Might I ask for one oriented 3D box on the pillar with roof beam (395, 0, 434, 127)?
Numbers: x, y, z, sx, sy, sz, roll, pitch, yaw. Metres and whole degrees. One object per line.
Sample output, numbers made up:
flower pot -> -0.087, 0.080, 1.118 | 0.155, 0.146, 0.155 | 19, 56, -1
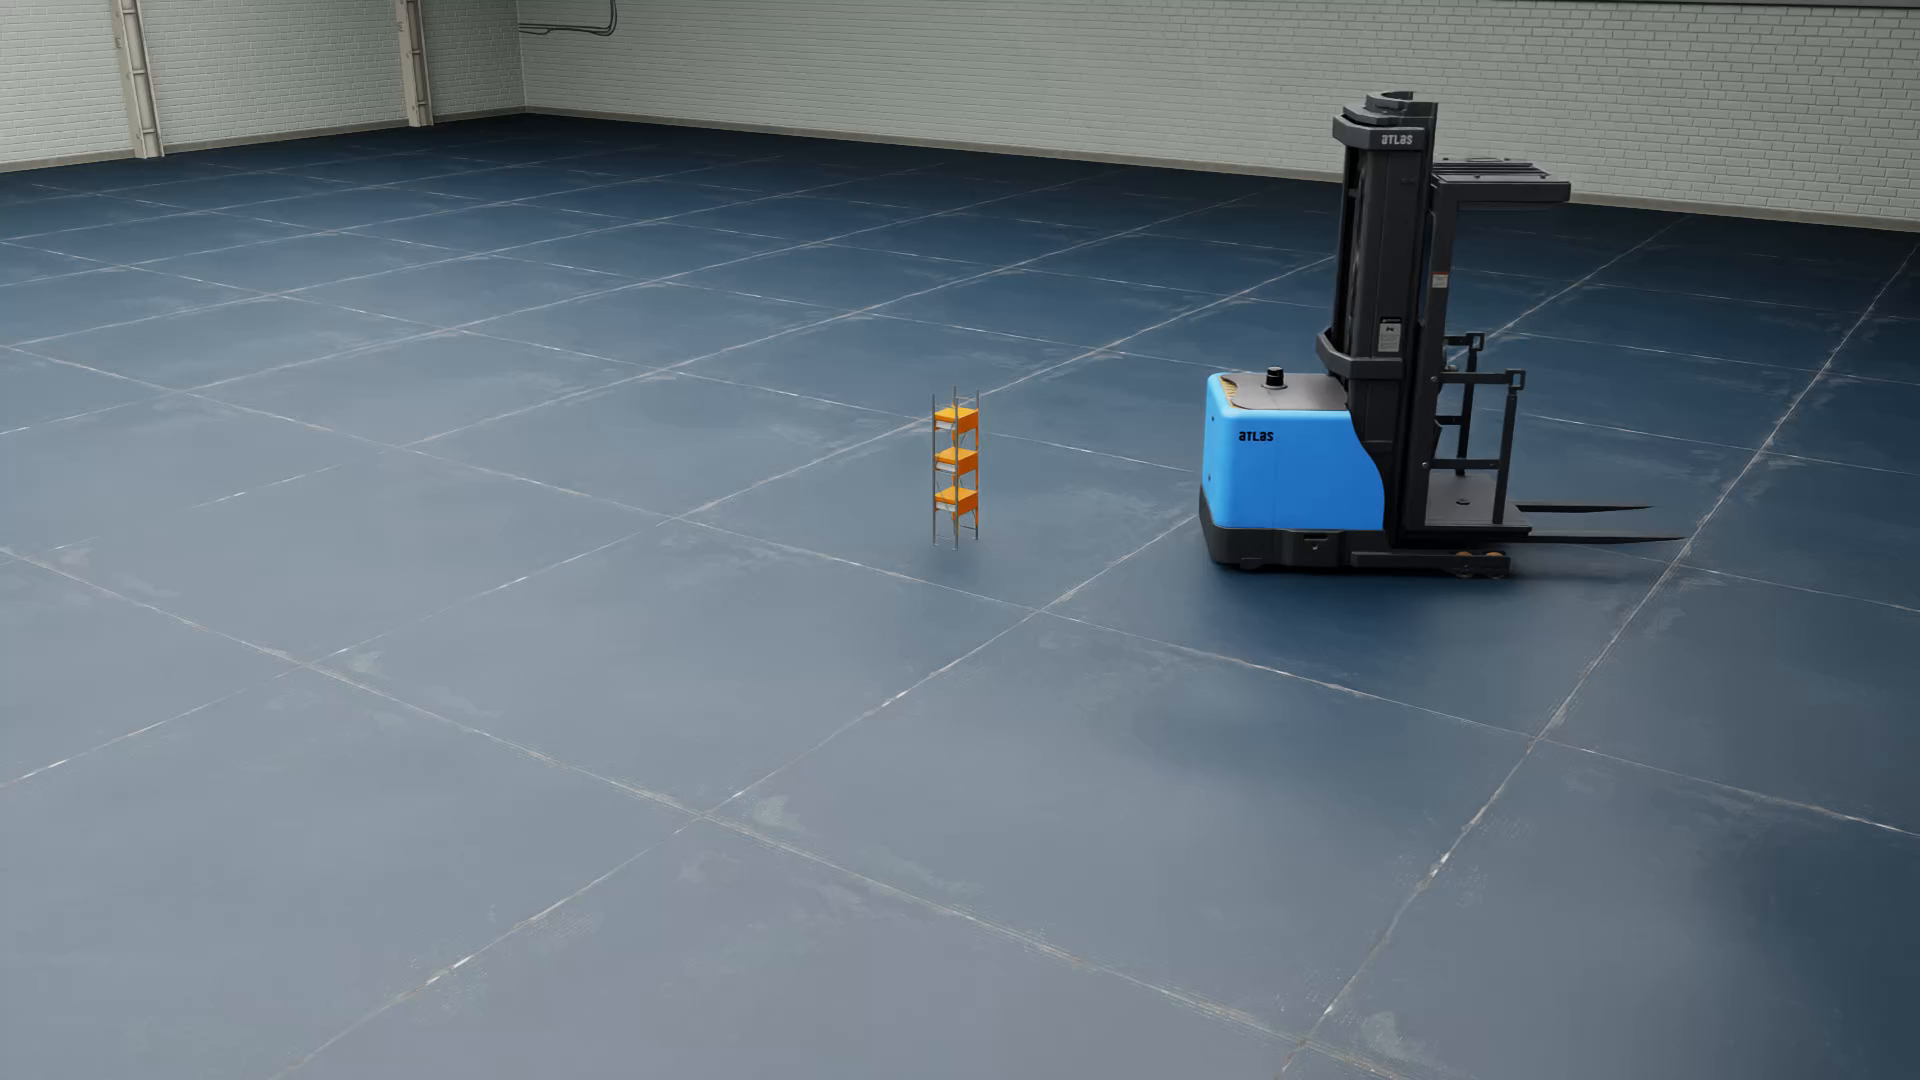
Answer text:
pillar with roof beam -> -7.637, -11.996, 30.725 | 9.100, 9.000, 0.400 | 13, 24, 32

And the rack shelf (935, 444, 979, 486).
rack shelf -> -0.030, -0.467, 11.045 | 0.215, 0.259, 0.240 | 13, 24, 32

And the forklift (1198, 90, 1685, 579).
forklift -> 3.151, -1.317, 10.602 | 3.031, 2.935, 1.130 | 1, 20, 2

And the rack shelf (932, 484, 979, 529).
rack shelf -> -0.030, -0.206, 11.141 | 0.215, 0.259, 0.240 | 13, 24, 32

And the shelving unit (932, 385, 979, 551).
shelving unit -> -0.030, -0.477, 11.041 | 0.215, 1.050, 0.252 | 13, 24, 32

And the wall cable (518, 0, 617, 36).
wall cable -> -8.448, -11.967, 35.121 | 3.097, 2.526, 0.112 | 13, 24, 32

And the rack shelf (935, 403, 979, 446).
rack shelf -> -0.030, -0.733, 10.947 | 0.215, 0.259, 0.240 | 13, 24, 32

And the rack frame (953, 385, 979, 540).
rack frame -> 0.038, -0.512, 11.136 | 0.200, 1.050, 0.008 | 13, 24, 32

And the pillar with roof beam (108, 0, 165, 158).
pillar with roof beam -> -11.010, -10.275, 26.071 | 9.100, 9.000, 0.400 | 13, 24, 32

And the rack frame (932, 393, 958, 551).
rack frame -> -0.099, -0.442, 10.947 | 0.200, 1.050, 0.008 | 13, 24, 32
